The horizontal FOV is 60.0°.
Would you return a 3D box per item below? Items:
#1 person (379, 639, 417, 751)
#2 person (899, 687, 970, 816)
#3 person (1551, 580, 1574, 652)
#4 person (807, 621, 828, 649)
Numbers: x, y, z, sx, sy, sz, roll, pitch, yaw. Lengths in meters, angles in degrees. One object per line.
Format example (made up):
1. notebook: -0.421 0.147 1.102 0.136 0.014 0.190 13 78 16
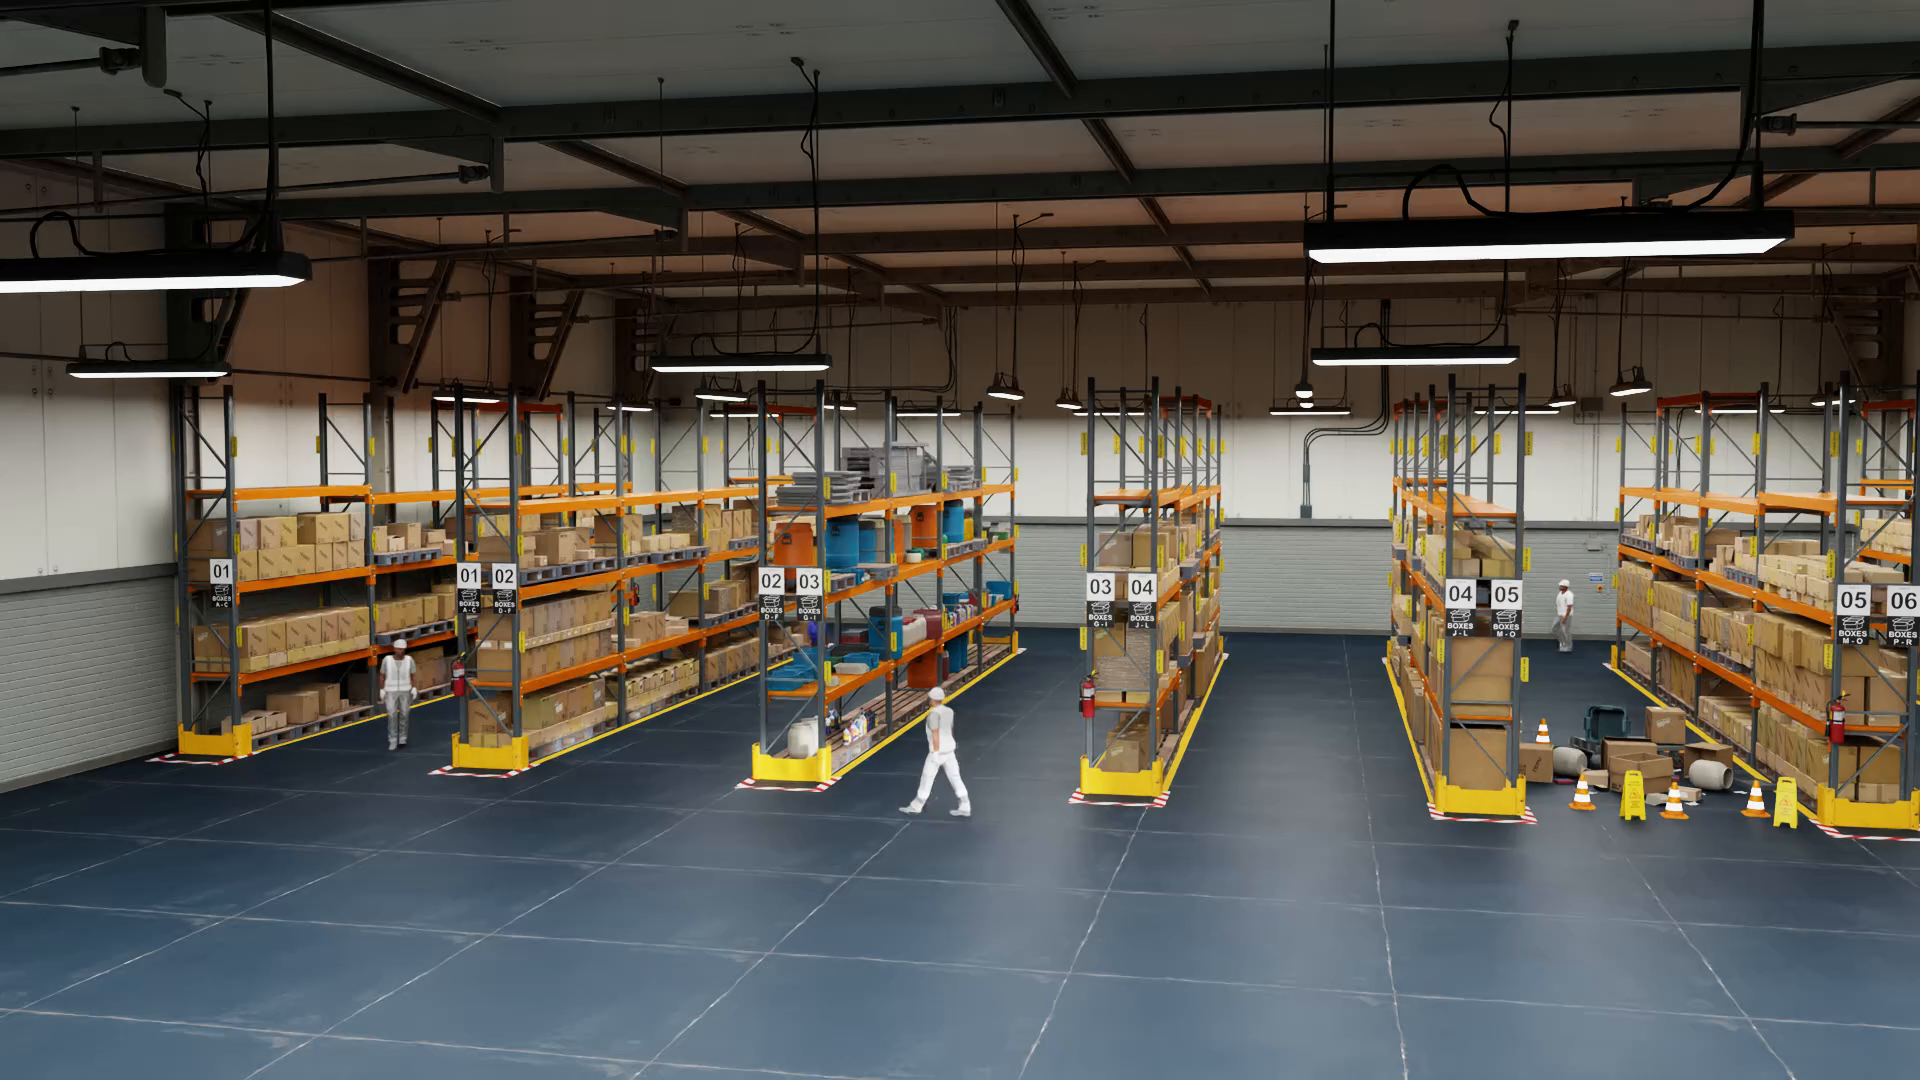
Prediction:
1. person: -9.352 2.570 27.737 0.581 1.811 0.642 -2 4 -26
2. person: -0.322 2.847 22.500 0.993 1.724 0.625 2 4 27
3. person: 14.689 1.855 40.481 0.474 1.796 0.597 0 3 -6
4. person: -2.976 2.265 34.702 0.438 1.556 1.068 0 3 -3
